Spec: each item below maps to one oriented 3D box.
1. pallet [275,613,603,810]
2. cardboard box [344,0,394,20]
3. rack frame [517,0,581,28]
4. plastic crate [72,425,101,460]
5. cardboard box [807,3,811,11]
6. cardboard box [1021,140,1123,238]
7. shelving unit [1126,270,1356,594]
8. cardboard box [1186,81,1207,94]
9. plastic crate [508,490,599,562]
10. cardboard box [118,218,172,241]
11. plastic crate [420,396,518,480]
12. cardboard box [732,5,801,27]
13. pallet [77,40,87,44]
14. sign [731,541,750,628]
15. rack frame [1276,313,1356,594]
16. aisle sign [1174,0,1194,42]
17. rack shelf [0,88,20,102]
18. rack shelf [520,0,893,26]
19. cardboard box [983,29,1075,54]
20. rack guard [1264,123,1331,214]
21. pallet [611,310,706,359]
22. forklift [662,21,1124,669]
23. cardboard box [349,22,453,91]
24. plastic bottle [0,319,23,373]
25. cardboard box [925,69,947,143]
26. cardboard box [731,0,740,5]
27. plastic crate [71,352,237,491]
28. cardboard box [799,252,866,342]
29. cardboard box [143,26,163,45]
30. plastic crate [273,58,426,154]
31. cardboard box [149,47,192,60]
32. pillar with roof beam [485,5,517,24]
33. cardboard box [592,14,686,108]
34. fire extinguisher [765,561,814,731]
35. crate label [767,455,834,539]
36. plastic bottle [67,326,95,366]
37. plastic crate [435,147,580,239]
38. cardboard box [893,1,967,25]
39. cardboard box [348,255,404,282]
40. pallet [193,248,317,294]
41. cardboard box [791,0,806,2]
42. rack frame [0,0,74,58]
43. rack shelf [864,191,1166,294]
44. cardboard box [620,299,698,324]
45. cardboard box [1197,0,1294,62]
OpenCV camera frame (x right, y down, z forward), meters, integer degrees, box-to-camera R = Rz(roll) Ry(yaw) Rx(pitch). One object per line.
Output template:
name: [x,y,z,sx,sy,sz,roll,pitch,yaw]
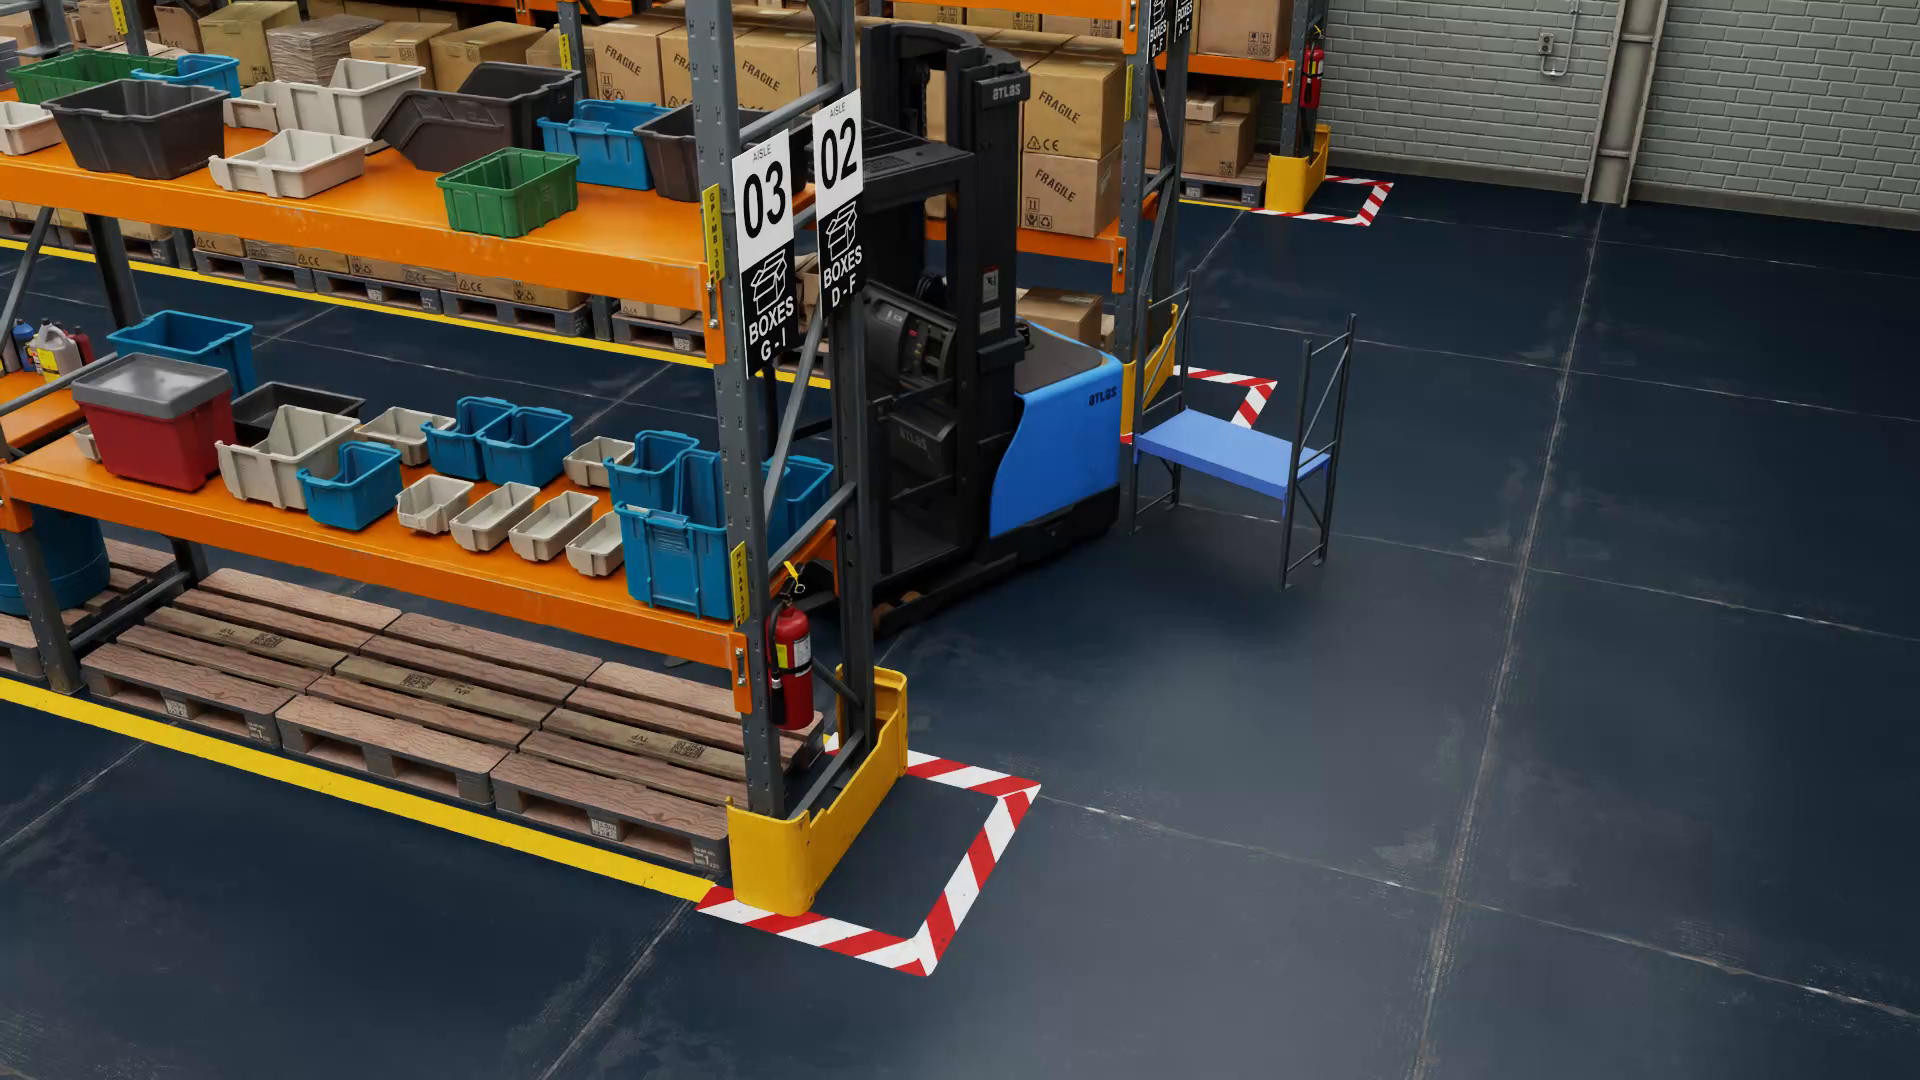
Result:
pallet: [-2.507,0.802,8.116,1.213,0.211,1.003,11,31,19]
cardboard box: [-6.445,-5.879,18.434,0.500,0.250,0.500,10,31,18]
rack frame: [-4.320,-6.012,17.338,0.127,3.000,1.000,11,31,19]
plastic crate: [-3.960,-0.515,7.820,0.243,0.136,0.396,11,31,19]
cardboard box: [-1.275,-5.141,16.032,0.250,0.149,0.380,12,32,20]
cardboard box: [0.717,-2.275,10.625,0.500,0.500,0.500,12,32,21]
shelving unit: [1.543,-0.616,9.316,1.048,1.500,0.538,23,37,35]
cardboard box: [2.129,-4.154,15.506,0.250,0.149,0.380,11,31,19]
plastic crate: [-1.718,-0.055,7.005,0.243,0.136,0.396,11,31,19]
cardboard box: [-6.758,-2.725,13.890,0.500,0.250,0.500,12,32,20]
plastic crate: [-2.234,-0.463,7.630,0.300,0.233,0.416,11,31,19]
cardboard box: [-1.430,-3.422,11.639,0.500,0.500,0.500,11,31,18]
pallet: [-10.923,-6.098,20.324,1.213,0.211,1.003,11,31,19]
sign: [-0.823,0.168,6.239,0.005,0.325,0.100,11,31,19]
rack frame: [1.929,-0.454,9.028,0.032,1.500,0.500,23,37,35]
aisle sign: [1.408,-3.526,10.297,0.004,0.787,0.394,11,31,19]
rack shelf: [-6.191,-2.118,8.131,4.000,0.370,1.077,11,31,19]
rack shelf: [-2.466,-5.329,16.861,4.000,0.370,1.077,11,31,19]
cardboard box: [0.435,-3.047,10.975,0.500,0.500,0.500,12,31,20]
rack guard: [3.116,-3.439,15.327,0.348,0.500,1.175,11,31,19]
pallet: [-1.836,-1.671,12.492,1.213,0.211,1.003,11,31,19]
forklift: [-0.507,-1.062,8.650,3.031,2.935,1.130,-23,37,-35]
cardboard box: [-4.132,-3.538,12.432,0.500,0.500,0.700,4,30,6]
plastic bottle: [-4.963,-1.028,8.646,0.135,0.276,0.152,11,31,19]
cardboard box: [-0.232,-2.895,10.706,0.500,0.500,0.500,12,32,20]
cardboard box: [-2.193,-5.360,16.419,0.250,0.149,0.380,10,31,18]
plastic crate: [-3.605,-0.529,7.512,0.583,0.464,0.402,11,31,19]
cardboard box: [-0.729,-1.772,11.927,0.637,0.503,0.797,11,31,19]
cardboard box: [-9.501,-6.008,19.780,0.250,0.149,0.380,9,31,15]
plastic crate: [-2.569,-1.820,6.993,0.530,0.282,0.437,11,31,19]
cardboard box: [-6.499,-3.801,13.517,0.500,0.311,0.500,13,32,22]
pillar with roof beam: [-6.818,-7.296,13.513,0.400,9.000,9.100,11,31,19]
cardboard box: [-2.141,-3.276,11.380,0.500,0.500,0.500,12,32,20]
fire extinguisher: [-0.662,0.416,6.423,0.183,0.674,0.296,11,31,19]
crate label: [-0.736,-0.164,7.101,0.303,0.233,0.416,11,31,19]
plastic bottle: [-4.517,-0.966,8.530,0.133,0.283,0.061,11,31,19]
plastic crate: [-1.653,-1.281,6.134,0.336,0.188,0.450,11,31,19]
cardboard box: [-0.117,-5.295,15.764,0.700,0.700,0.980,12,32,20]
cardboard box: [-4.429,-2.358,12.967,0.500,0.500,0.500,10,31,17]
pallet: [-5.501,-2.383,13.752,1.213,0.211,1.003,11,31,19]
cardboard box: [-1.612,-5.514,16.033,0.500,0.500,0.500,12,31,20]
rack frame: [-4.338,-3.367,6.561,0.127,3.000,1.000,11,31,19]
rack shelf: [-0.619,-2.330,11.554,4.000,0.370,1.077,11,31,19]
cardboard box: [-2.164,-1.857,12.273,0.500,0.311,0.500,11,31,19]
cardboard box: [2.617,-4.752,14.805,0.700,0.700,0.980,13,32,21]
